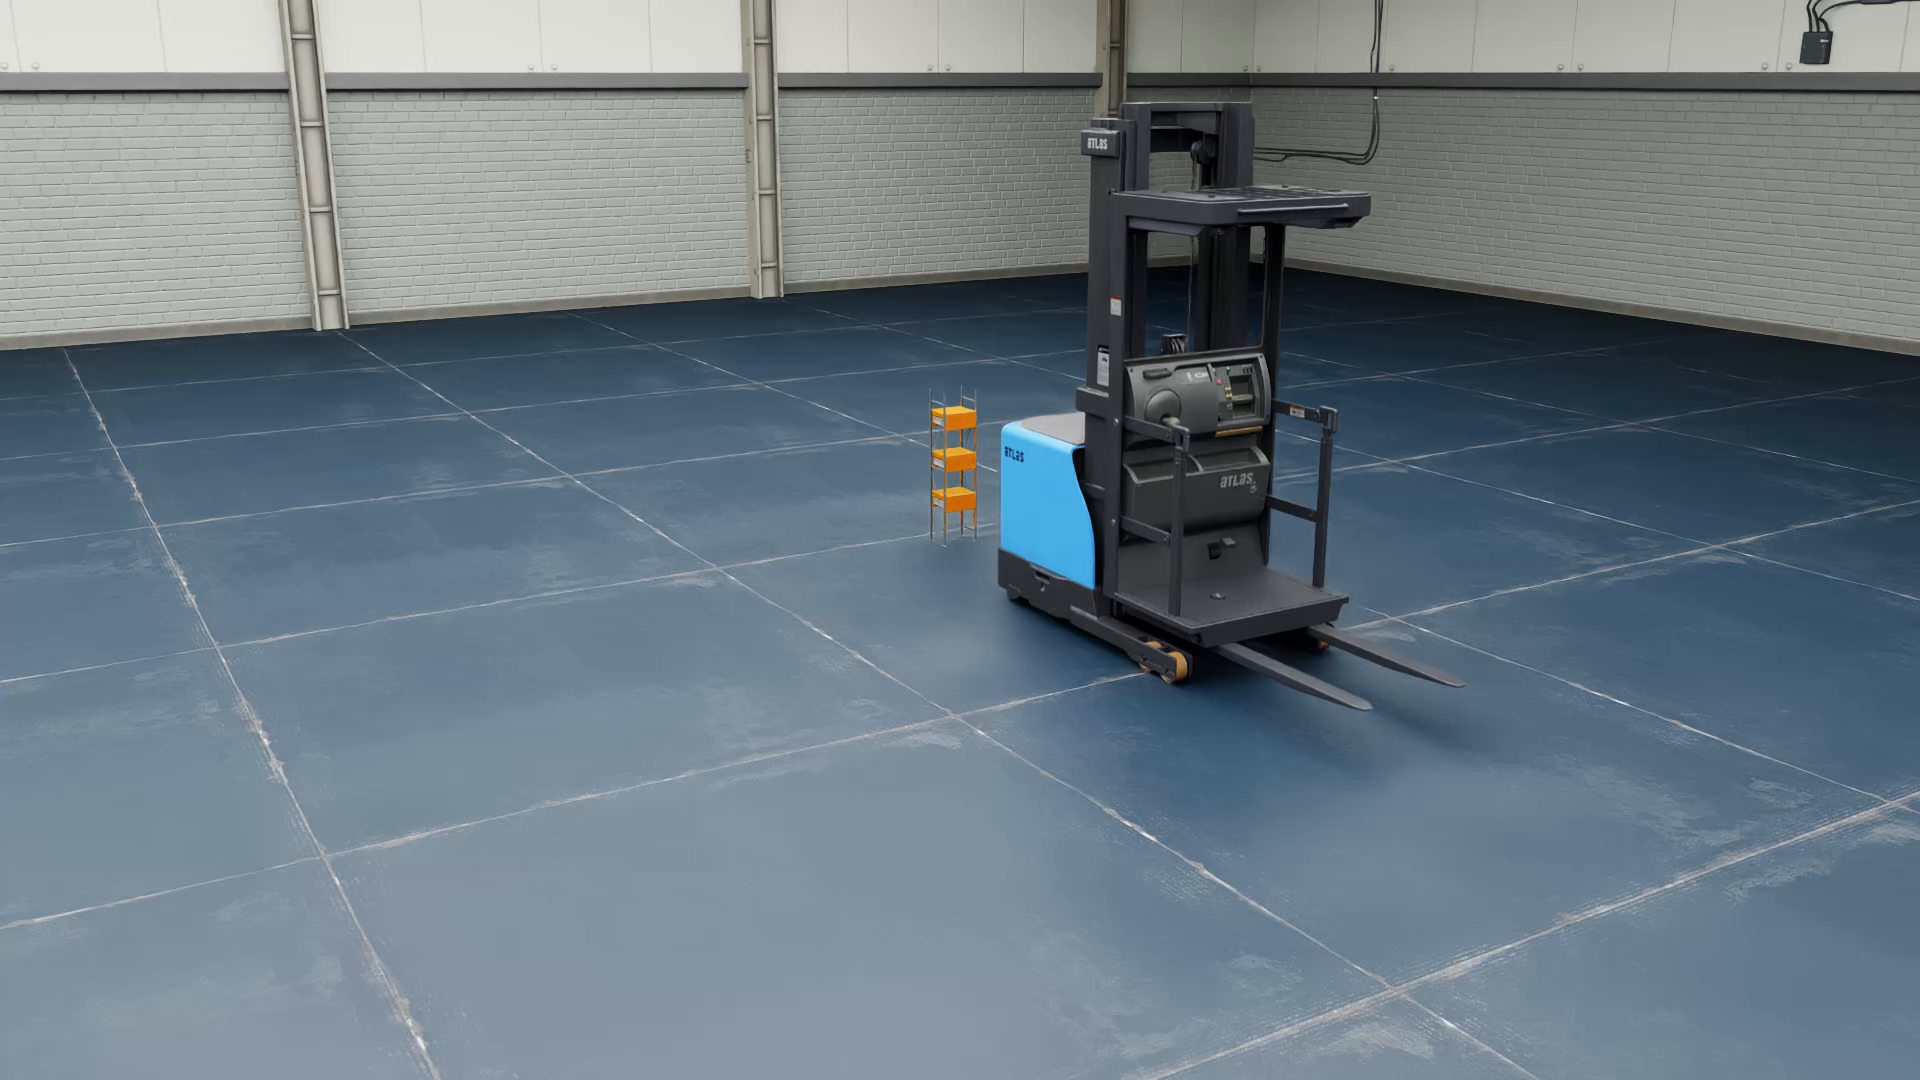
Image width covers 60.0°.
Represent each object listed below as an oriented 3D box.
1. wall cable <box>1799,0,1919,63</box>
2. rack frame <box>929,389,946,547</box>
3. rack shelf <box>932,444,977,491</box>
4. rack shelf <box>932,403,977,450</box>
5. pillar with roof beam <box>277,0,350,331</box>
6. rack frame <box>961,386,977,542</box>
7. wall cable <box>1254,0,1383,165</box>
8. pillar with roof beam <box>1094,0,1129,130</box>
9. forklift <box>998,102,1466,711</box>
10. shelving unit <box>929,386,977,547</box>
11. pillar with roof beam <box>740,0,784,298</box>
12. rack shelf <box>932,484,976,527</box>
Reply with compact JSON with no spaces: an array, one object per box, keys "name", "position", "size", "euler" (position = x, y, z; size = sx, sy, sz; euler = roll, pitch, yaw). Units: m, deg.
[{"name":"wall cable","position":[10.451,-8.211,17.729],"size":[0.169,6.003,2.305],"euler":[-9,18,-30]},{"name":"rack frame","position":[-0.150,-0.481,11.181],"size":[0.008,1.050,0.200],"euler":[-9,18,-30]},{"name":"rack shelf","position":[-0.046,-0.488,11.244],"size":[0.240,0.259,0.215],"euler":[-9,18,-30]},{"name":"rack shelf","position":[-0.046,-0.761,11.168],"size":[0.240,0.259,0.215],"euler":[-9,18,-30]},{"name":"pillar with roof beam","position":[-5.700,-6.005,16.159],"size":[0.400,9.000,9.100],"euler":[-9,18,-30]},{"name":"rack frame","position":[0.059,-0.515,11.302],"size":[0.008,1.050,0.200],"euler":[-9,18,-30]},{"name":"wall cable","position":[5.575,-7.277,26.451],"size":[0.112,2.526,3.097],"euler":[-9,18,-30]},{"name":"pillar with roof beam","position":[4.586,-7.673,22.109],"size":[0.400,9.000,9.100],"euler":[-9,18,-30]},{"name":"forklift","position":[1.410,-0.801,8.838],"size":[1.130,2.935,3.031],"euler":[-9,18,-29]},{"name":"shelving unit","position":[-0.046,-0.498,11.242],"size":[0.252,1.050,0.215],"euler":[-9,18,-30]},{"name":"pillar with roof beam","position":[-0.557,-6.839,19.134],"size":[0.400,9.000,9.100],"euler":[-9,18,-30]},{"name":"rack shelf","position":[-0.046,-0.220,11.319],"size":[0.240,0.259,0.215],"euler":[-9,18,-30]}]
